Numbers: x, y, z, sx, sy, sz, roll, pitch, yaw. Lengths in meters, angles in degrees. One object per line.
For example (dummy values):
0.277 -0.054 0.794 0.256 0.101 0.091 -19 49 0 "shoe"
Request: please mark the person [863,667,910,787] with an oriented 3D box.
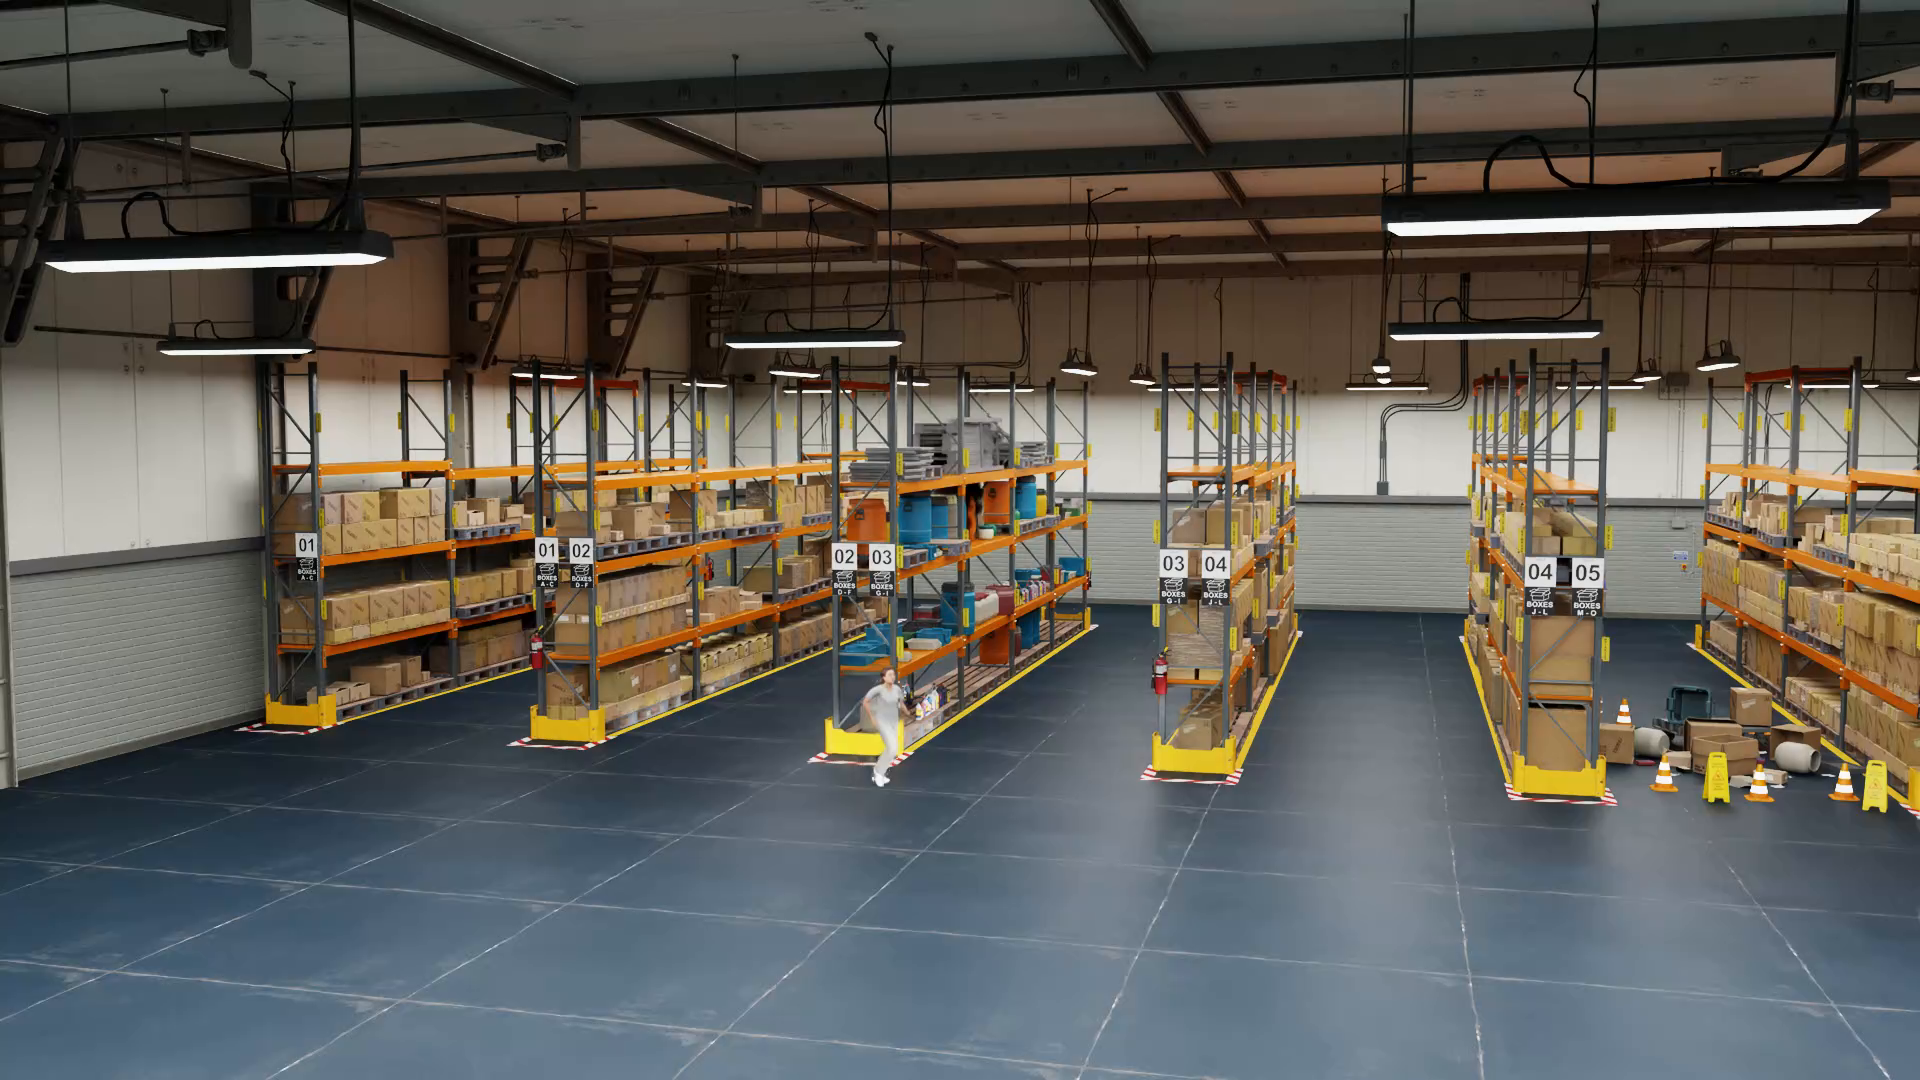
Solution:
-0.983 2.560 22.902 0.569 1.649 0.642 -4 6 -44 "person"
